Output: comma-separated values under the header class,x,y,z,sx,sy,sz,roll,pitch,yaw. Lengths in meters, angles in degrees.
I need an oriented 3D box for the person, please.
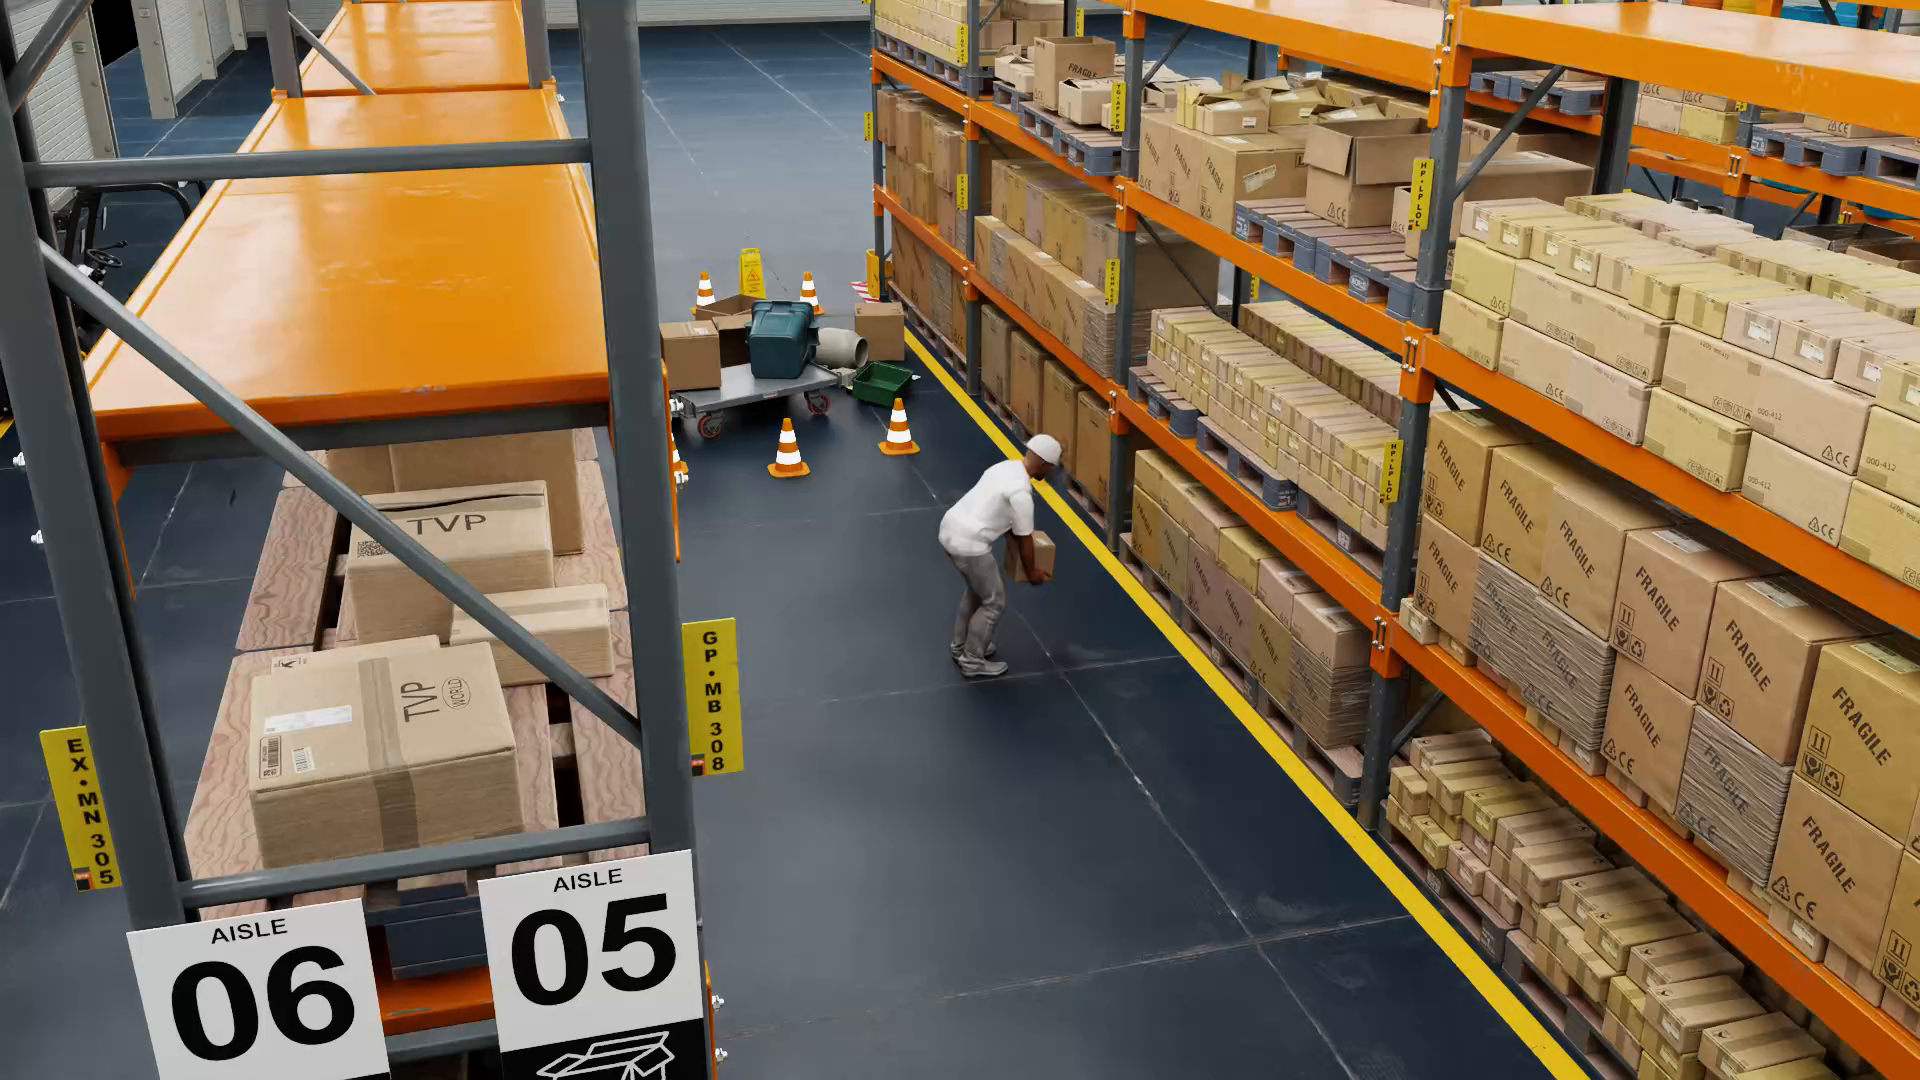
class,x,y,z,sx,sy,sz,roll,pitch,yaw
person,0.178,-0.010,10.589,0.563,1.763,0.505,-7,24,-15
